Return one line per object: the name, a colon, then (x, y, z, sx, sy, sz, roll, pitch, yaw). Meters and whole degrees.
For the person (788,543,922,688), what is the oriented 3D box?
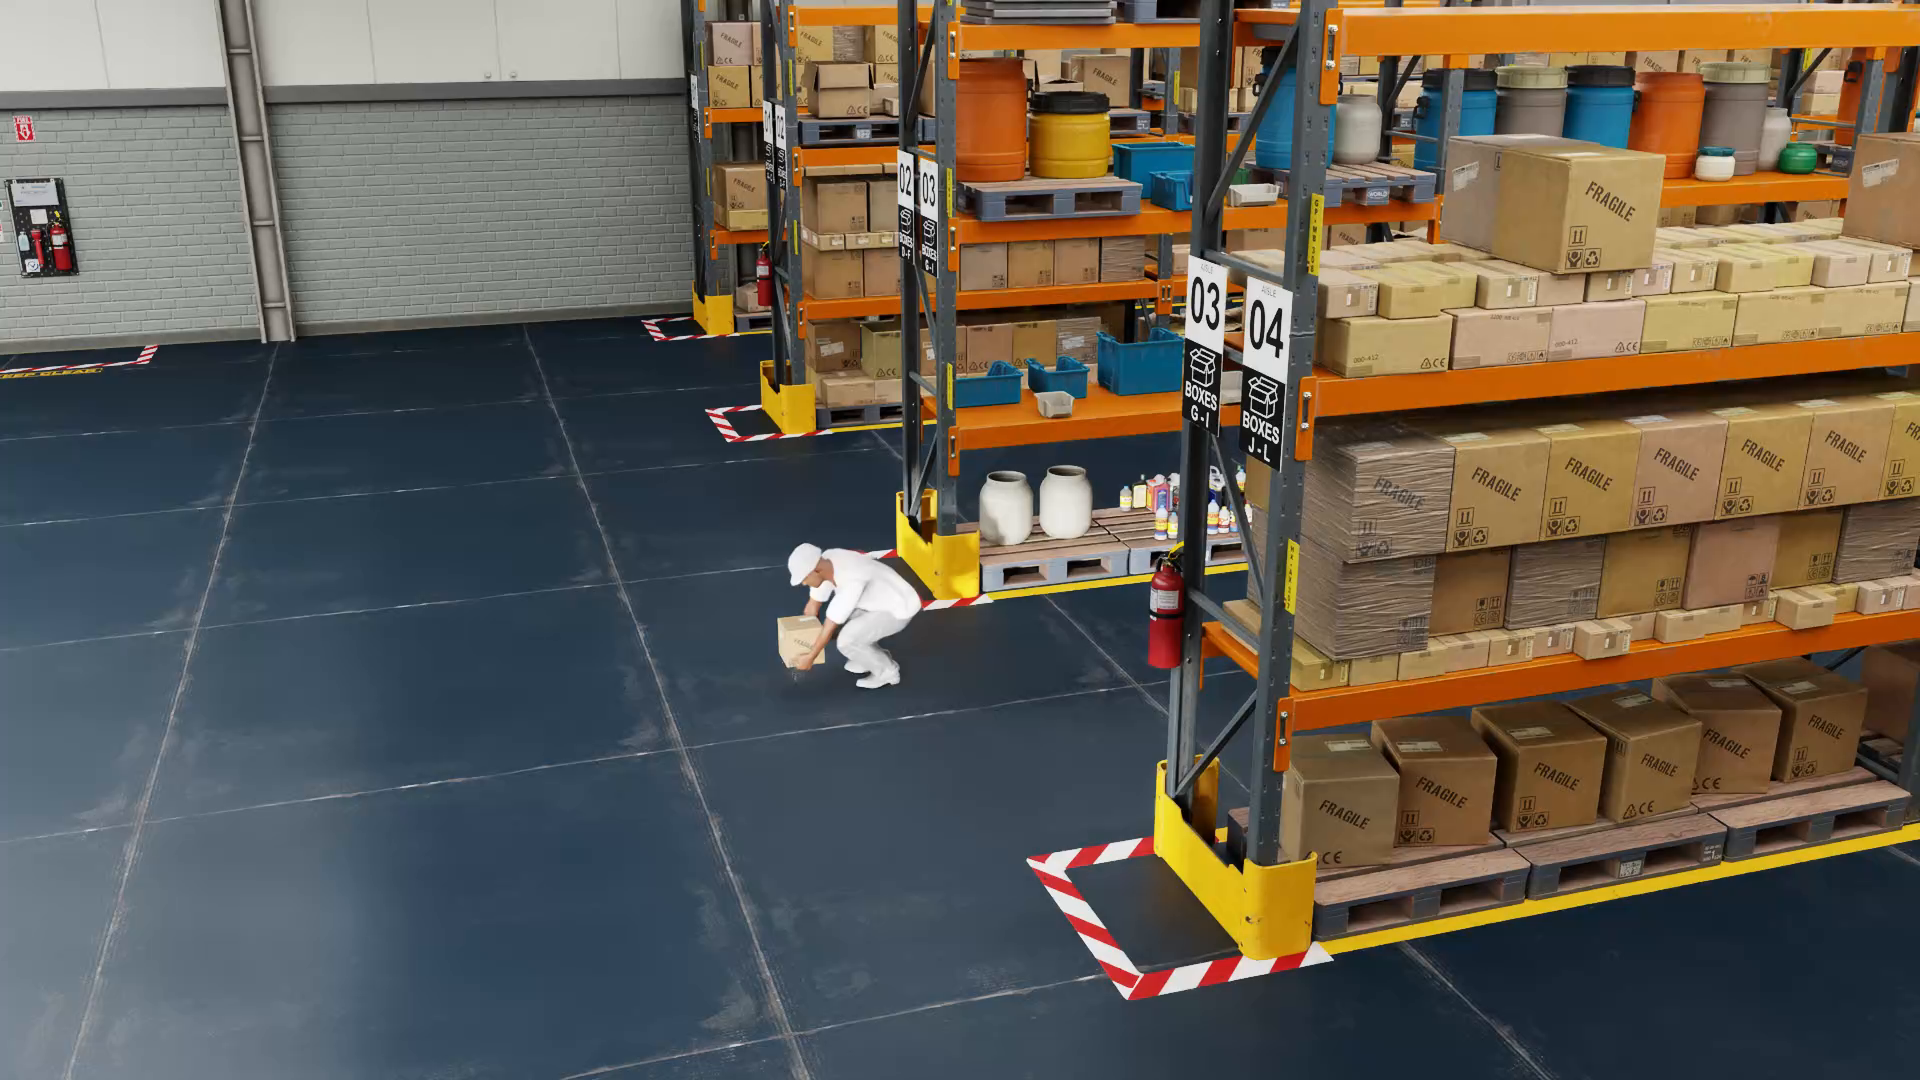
person: (-0.704, 0.464, 10.861, 0.912, 1.008, 0.541, -7, 20, -19)
